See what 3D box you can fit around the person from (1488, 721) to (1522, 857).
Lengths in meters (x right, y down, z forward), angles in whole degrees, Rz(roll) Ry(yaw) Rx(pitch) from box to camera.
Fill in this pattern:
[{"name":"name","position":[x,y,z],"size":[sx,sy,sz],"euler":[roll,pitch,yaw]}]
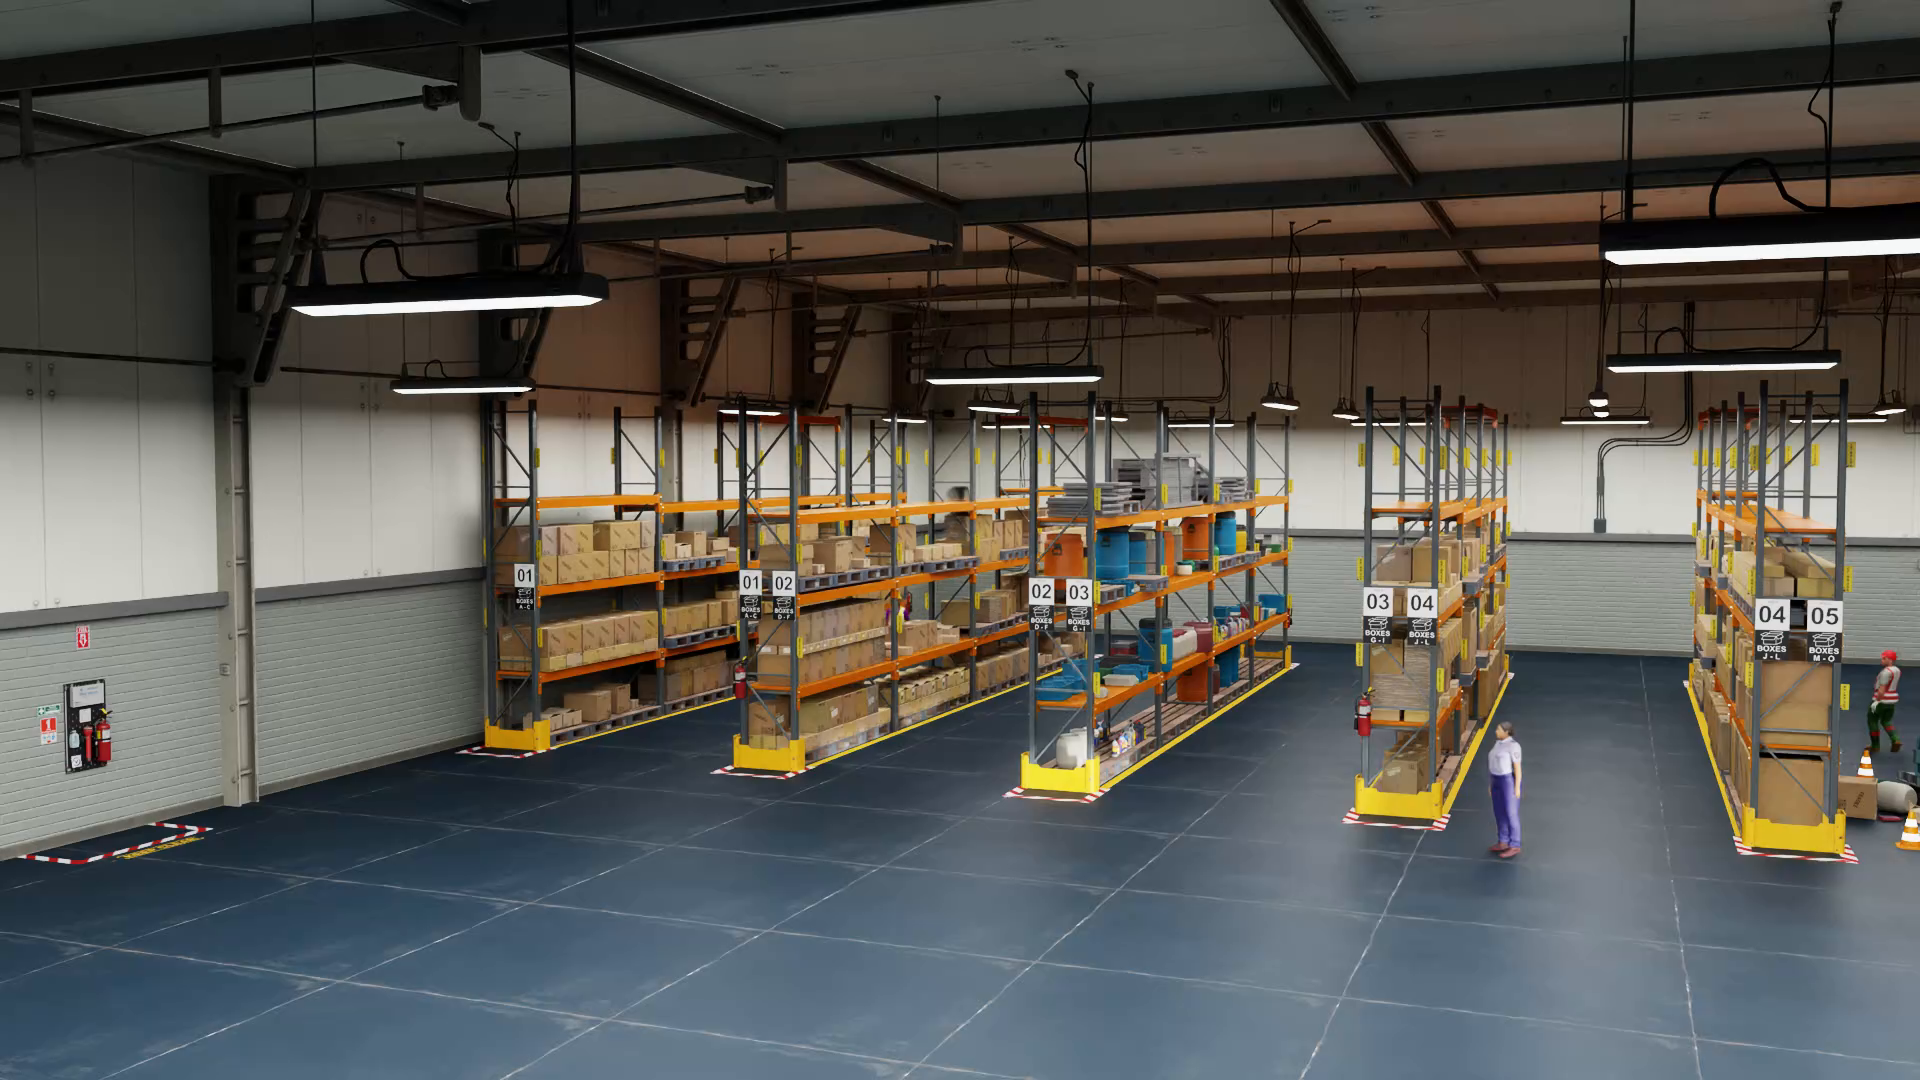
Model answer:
[{"name":"person","position":[6.898,3.146,21.117],"size":[0.393,1.652,0.575],"euler":[-1,3,-20]}]

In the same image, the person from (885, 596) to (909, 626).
[{"name":"person","position":[-1.509,2.172,39.785],"size":[0.553,1.717,0.856],"euler":[1,3,18]}]

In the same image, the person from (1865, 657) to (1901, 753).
[{"name":"person","position":[15.663,2.769,28.288],"size":[0.579,1.705,0.625],"euler":[-1,3,-16]}]
